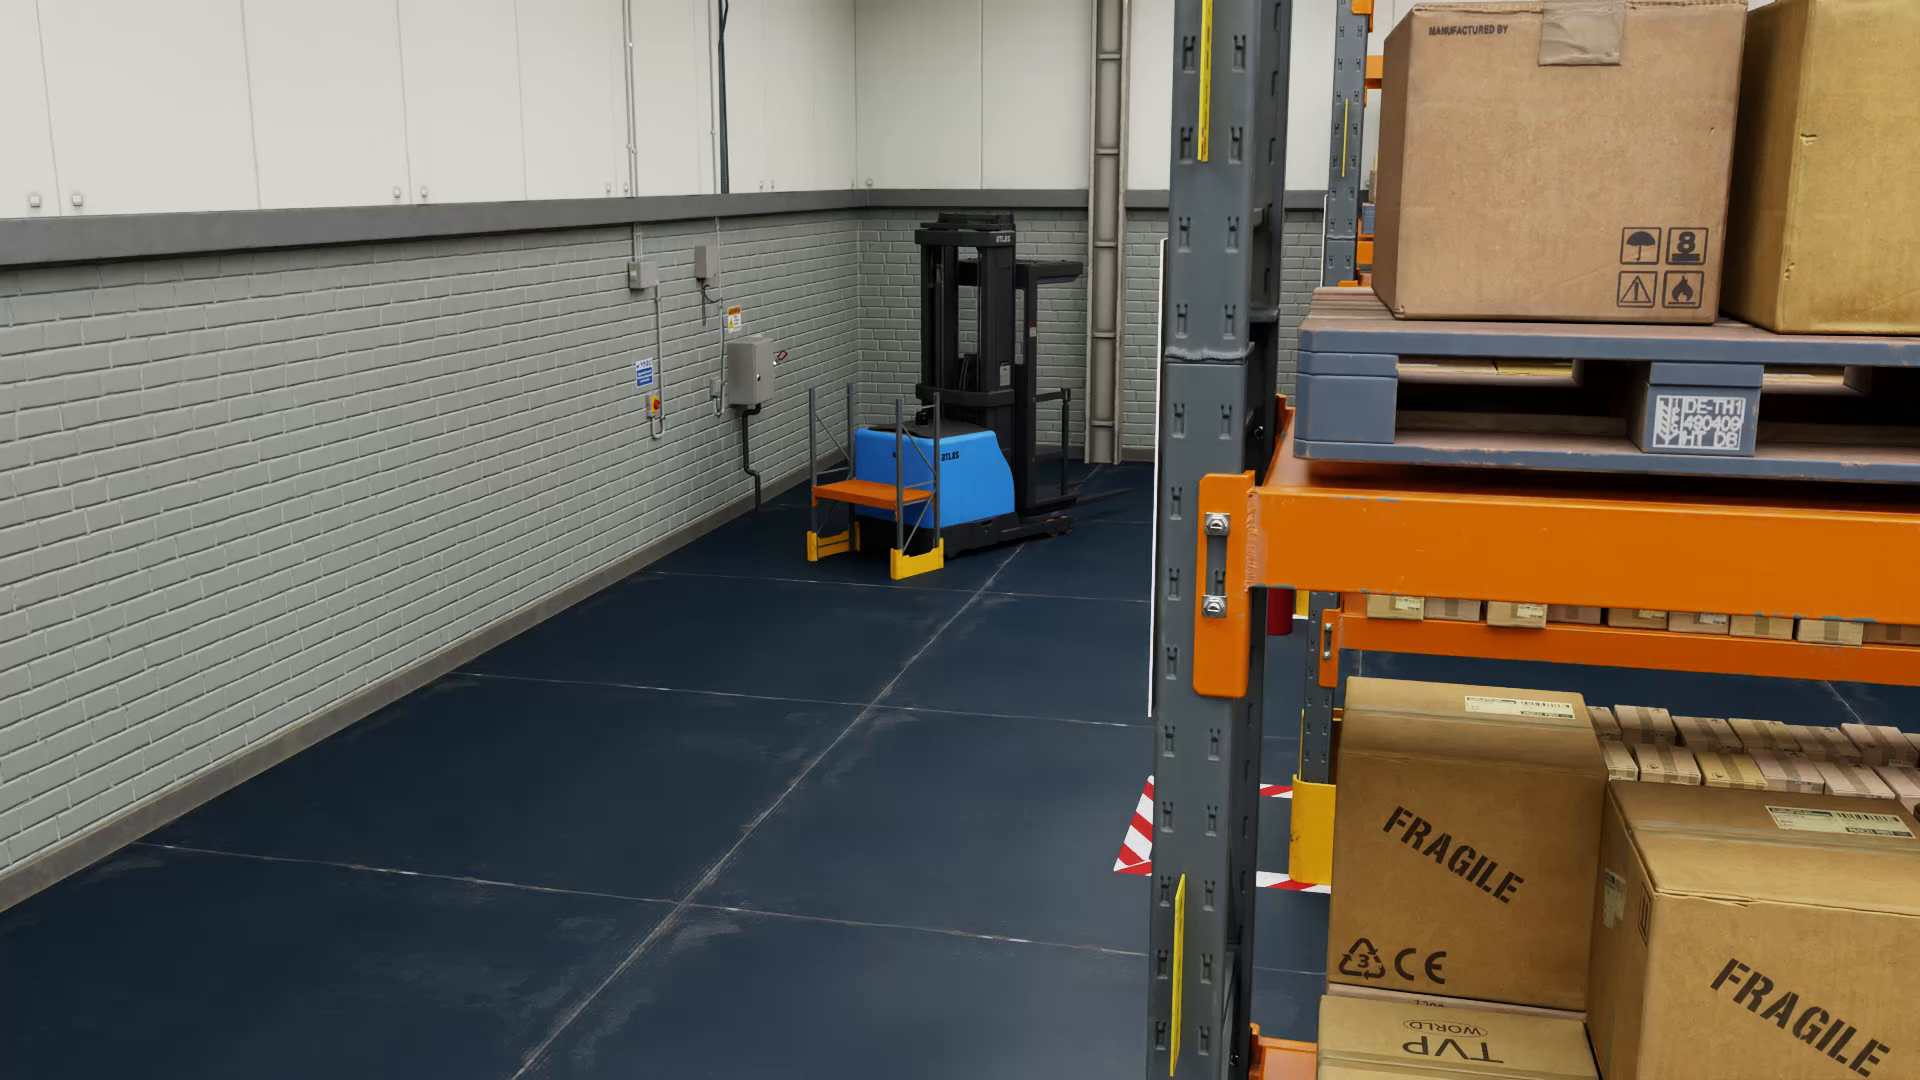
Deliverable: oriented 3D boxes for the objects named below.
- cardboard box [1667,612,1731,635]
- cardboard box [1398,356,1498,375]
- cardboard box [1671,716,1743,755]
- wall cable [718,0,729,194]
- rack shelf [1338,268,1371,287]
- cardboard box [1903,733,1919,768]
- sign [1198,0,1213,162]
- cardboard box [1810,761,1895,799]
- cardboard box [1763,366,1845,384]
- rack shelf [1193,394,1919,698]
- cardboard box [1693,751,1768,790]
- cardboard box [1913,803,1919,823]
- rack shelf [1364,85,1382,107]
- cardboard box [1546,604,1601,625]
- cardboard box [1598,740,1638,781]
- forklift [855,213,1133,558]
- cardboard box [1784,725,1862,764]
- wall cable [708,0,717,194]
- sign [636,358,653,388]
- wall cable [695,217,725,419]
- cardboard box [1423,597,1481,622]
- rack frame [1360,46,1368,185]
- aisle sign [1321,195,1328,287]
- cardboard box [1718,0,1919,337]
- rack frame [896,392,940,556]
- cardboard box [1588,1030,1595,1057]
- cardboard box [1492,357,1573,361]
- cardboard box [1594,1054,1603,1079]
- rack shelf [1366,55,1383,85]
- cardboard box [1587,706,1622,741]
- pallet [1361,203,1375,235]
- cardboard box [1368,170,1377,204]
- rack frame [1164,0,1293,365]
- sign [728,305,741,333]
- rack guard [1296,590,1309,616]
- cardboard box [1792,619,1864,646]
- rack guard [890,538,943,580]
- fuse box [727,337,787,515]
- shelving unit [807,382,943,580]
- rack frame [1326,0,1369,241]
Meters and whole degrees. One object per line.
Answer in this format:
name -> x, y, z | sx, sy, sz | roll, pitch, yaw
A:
cardboard box -> 3.309, 0.303, 7.521 | 0.250, 0.149, 0.380 | 3, 13, 12
cardboard box -> 2.166, -0.560, 7.608 | 0.500, 0.500, 0.500 | 3, 13, 13
cardboard box -> 3.620, 0.991, 8.080 | 0.250, 0.149, 0.380 | 3, 13, 12
wall cable -> -1.822, -4.928, 16.585 | 0.133, 3.039, 2.988 | 3, 13, 14
rack shelf -> 3.735, -0.967, 7.401 | 4.000, 0.370, 1.077 | 3, 13, 14
cardboard box -> 4.623, 1.047, 7.829 | 0.250, 0.149, 0.380 | 3, 13, 12
sign -> 0.368, -0.733, 2.486 | 0.005, 0.325, 0.100 | 3, 13, 14
cardboard box -> 3.985, 1.131, 7.451 | 0.250, 0.149, 0.380 | 3, 13, 12
cardboard box -> 3.652, -0.478, 7.237 | 0.500, 0.500, 0.500 | 3, 13, 12
rack shelf -> 2.449, 0.071, 2.724 | 4.000, 0.370, 1.077 | 3, 13, 14
cardboard box -> 3.503, 1.102, 7.581 | 0.250, 0.149, 0.380 | 3, 13, 14
cardboard box -> 1.898, 0.776, 2.741 | 0.500, 0.500, 0.500 | 3, 13, 12
rack shelf -> 6.009, -4.520, 16.498 | 4.000, 0.370, 1.077 | 3, 13, 14
cardboard box -> 2.819, 0.265, 7.692 | 0.250, 0.149, 0.380 | 4, 13, 16
cardboard box -> 2.992, 1.062, 7.760 | 0.250, 0.149, 0.380 | 2, 13, 11
forklift -> 0.429, -1.529, 15.359 | 1.130, 2.935, 3.031 | 12, 17, 42
cardboard box -> 4.111, 1.020, 7.951 | 0.250, 0.149, 0.380 | 3, 13, 11
wall cable -> -2.526, -4.326, 13.957 | 0.029, 3.000, 2.355 | 3, 13, 14
sign -> -2.670, -1.416, 14.067 | 0.001, 0.218, 0.327 | 3, 13, 14
wall cable -> -2.270, -2.086, 15.365 | 0.122, 1.984, 0.588 | 3, 13, 14
cardboard box -> 2.286, 0.256, 7.736 | 0.250, 0.149, 0.380 | 4, 13, 16
rack frame -> 4.067, -4.976, 16.887 | 0.127, 3.000, 1.000 | 3, 13, 14
aisle sign -> 1.651, -1.167, 7.567 | 0.004, 0.787, 0.394 | 3, 13, 14
cardboard box -> 1.542, -0.616, 2.730 | 0.500, 0.500, 0.700 | 3, 13, 11
rack frame -> -0.345, -0.454, 13.816 | 0.032, 1.500, 0.500 | 11, 17, 40
cardboard box -> 1.533, 1.004, 3.441 | 0.500, 0.250, 0.500 | 3, 13, 13
cardboard box -> 2.789, -0.642, 7.975 | 0.500, 0.500, 0.500 | 3, 13, 12
cardboard box -> 1.414, 1.116, 2.939 | 0.500, 0.250, 0.500 | 3, 13, 13
rack shelf -> 4.823, -3.282, 11.835 | 4.000, 0.370, 1.077 | 3, 13, 14
cardboard box -> 3.116, 0.952, 8.257 | 0.250, 0.149, 0.380 | 3, 13, 11
pallet -> 3.604, -2.388, 12.352 | 1.213, 0.211, 1.003 | 3, 13, 14
cardboard box -> 3.340, -2.644, 12.446 | 0.500, 0.250, 0.500 | 2, 13, 8
rack frame -> 0.507, -1.848, 2.789 | 0.127, 3.000, 1.000 | 3, 13, 14
sign -> -2.168, -2.128, 15.992 | 0.001, 0.242, 0.339 | 3, 13, 14
rack guard -> 2.858, 0.216, 13.108 | 0.348, 0.500, 1.175 | 3, 13, 14
cardboard box -> 3.808, 0.341, 7.350 | 0.250, 0.149, 0.380 | 3, 13, 15
rack guard -> -0.359, 0.153, 13.965 | 0.087, 0.250, 0.587 | 11, 17, 40
fuse box -> -1.954, -1.096, 16.225 | 0.414, 1.711, 0.539 | 3, 13, 14
shelving unit -> -0.734, -0.528, 14.149 | 1.083, 1.500, 0.587 | 11, 17, 40
rack frame -> 1.793, -2.886, 7.466 | 0.127, 3.000, 1.000 | 3, 13, 14
